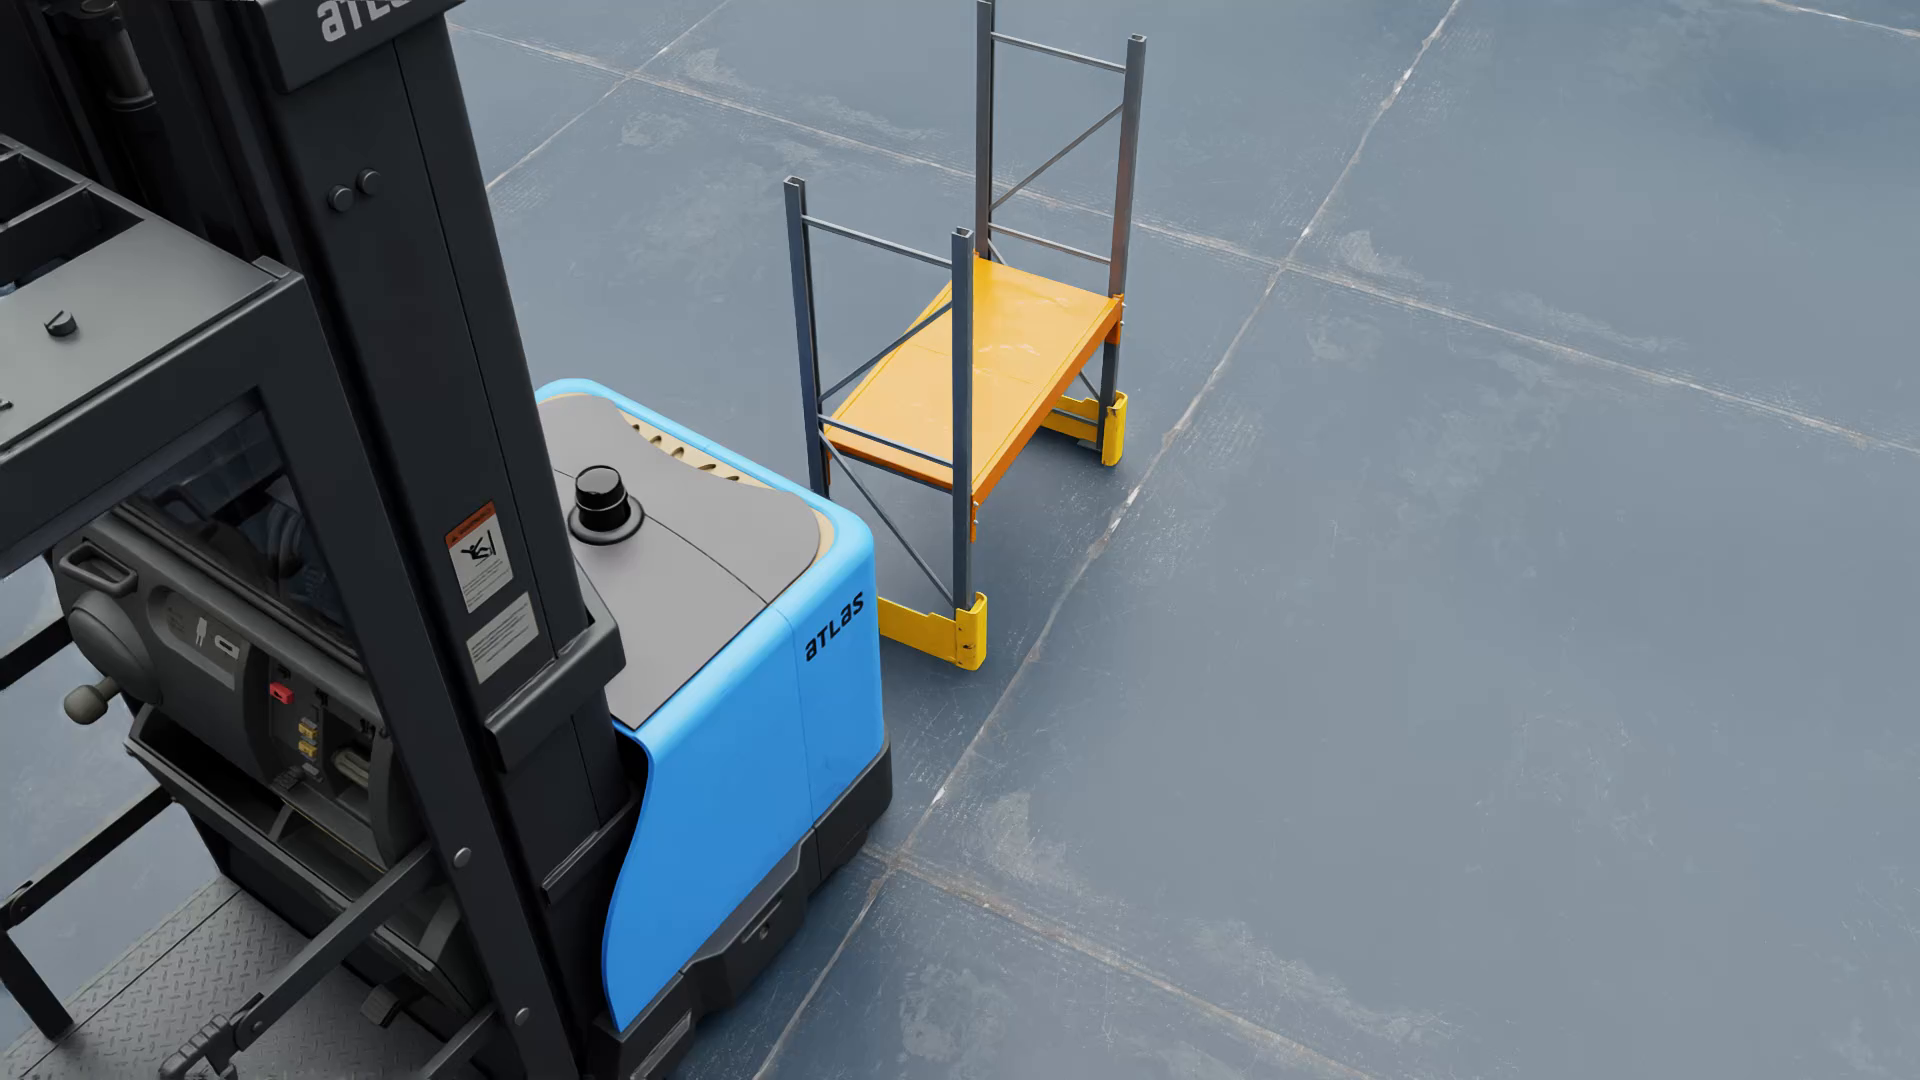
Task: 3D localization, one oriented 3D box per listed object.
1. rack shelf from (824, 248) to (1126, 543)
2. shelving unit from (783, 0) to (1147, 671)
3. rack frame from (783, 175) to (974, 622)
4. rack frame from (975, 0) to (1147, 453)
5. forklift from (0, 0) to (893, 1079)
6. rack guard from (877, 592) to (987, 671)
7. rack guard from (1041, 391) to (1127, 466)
[{"bbox_3d":[0.040,-0.455,4.898,0.538,0.185,1.000,20,49,19],"label":"rack shelf"},{"bbox_3d":[0.035,-0.575,4.764,0.587,1.500,1.083,20,49,19],"label":"shelving unit"},{"bbox_3d":[-0.196,-0.261,4.453,0.500,1.500,0.032,20,49,19],"label":"rack frame"},{"bbox_3d":[0.276,-0.901,5.086,0.500,1.500,0.032,20,49,19],"label":"rack frame"},{"bbox_3d":[-1.439,0.348,2.845,1.130,2.935,3.031,27,51,24],"label":"forklift"},{"bbox_3d":[-0.196,0.178,4.898,0.587,0.250,0.087,20,49,19],"label":"rack guard"},{"bbox_3d":[0.267,-0.450,5.519,0.587,0.250,0.087,20,49,19],"label":"rack guard"}]
